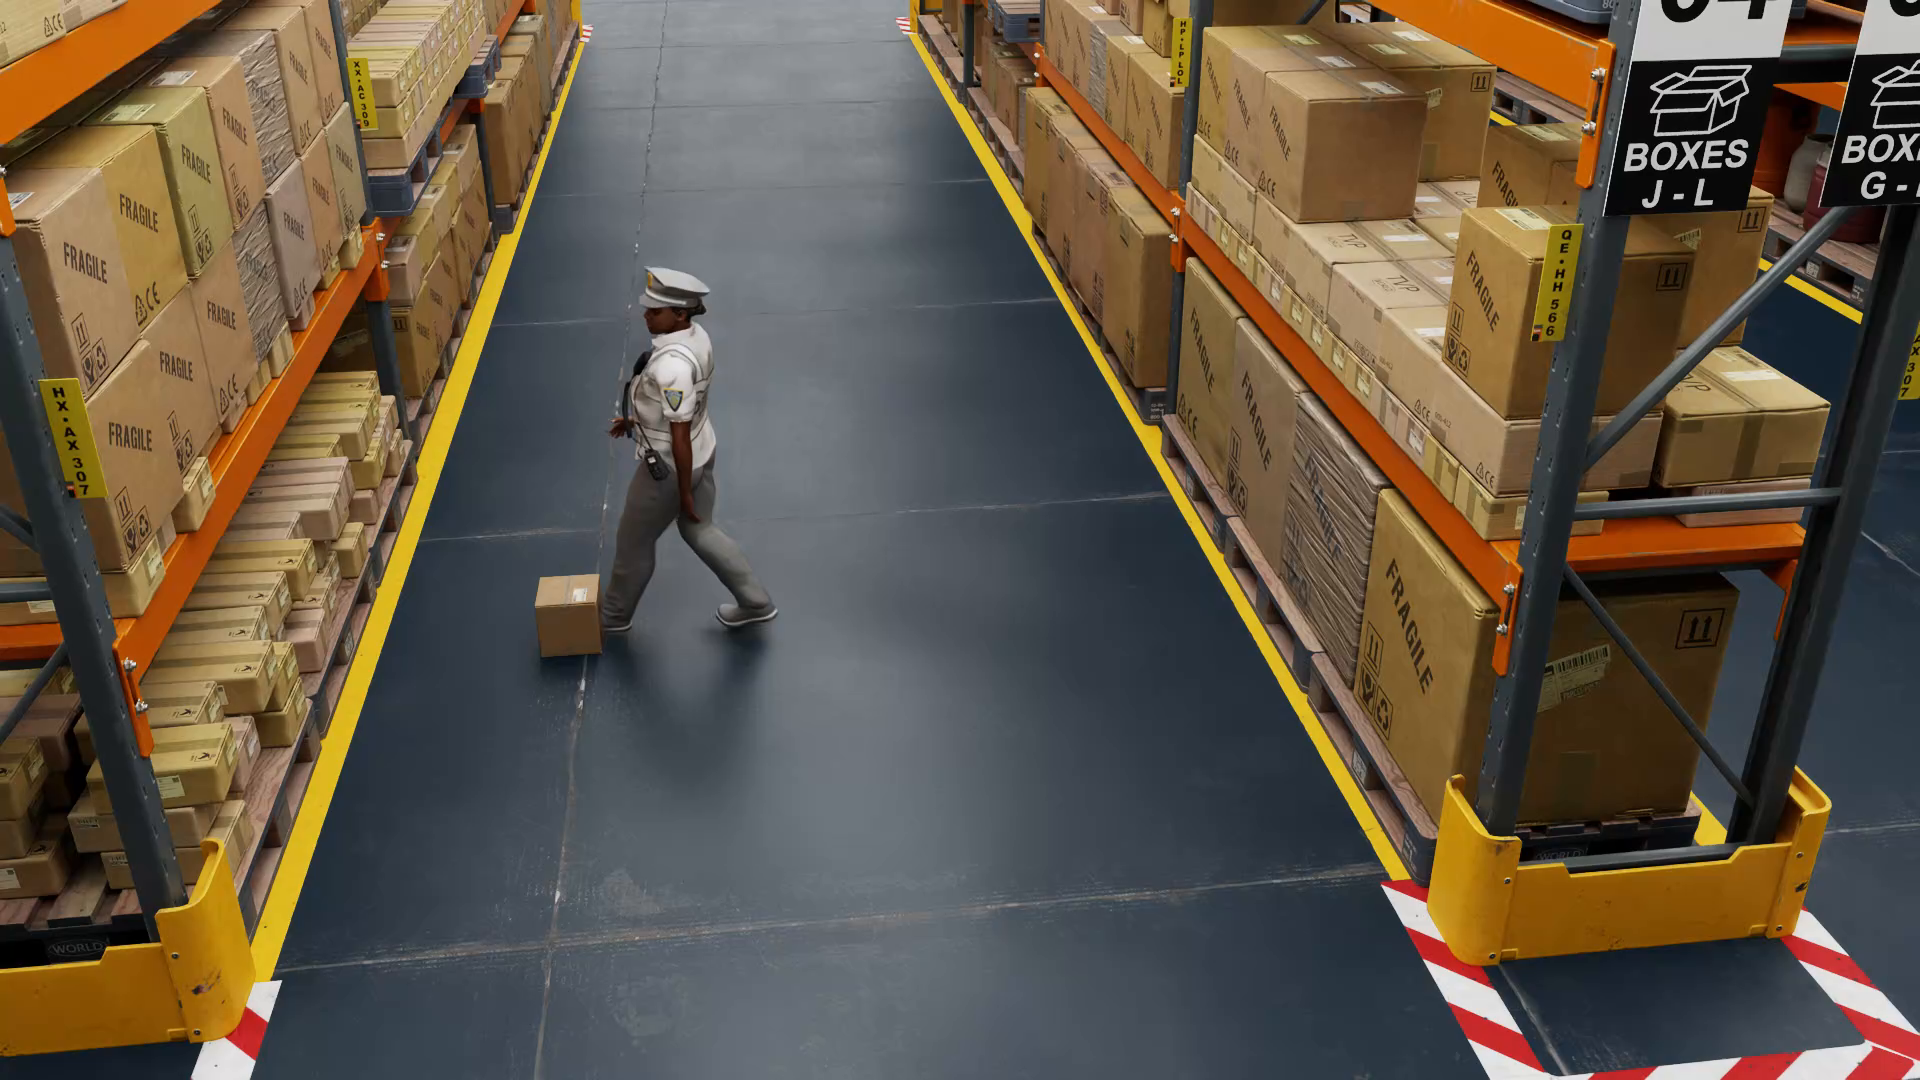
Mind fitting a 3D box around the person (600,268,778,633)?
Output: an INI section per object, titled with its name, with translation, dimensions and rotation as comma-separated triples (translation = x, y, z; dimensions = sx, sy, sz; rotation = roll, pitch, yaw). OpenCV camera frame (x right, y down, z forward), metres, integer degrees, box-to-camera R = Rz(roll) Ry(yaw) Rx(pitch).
[person]
translation = -1.236, -0.346, 6.785
dimensions = 0.923, 1.627, 0.508
rotation = 3, 27, 6
